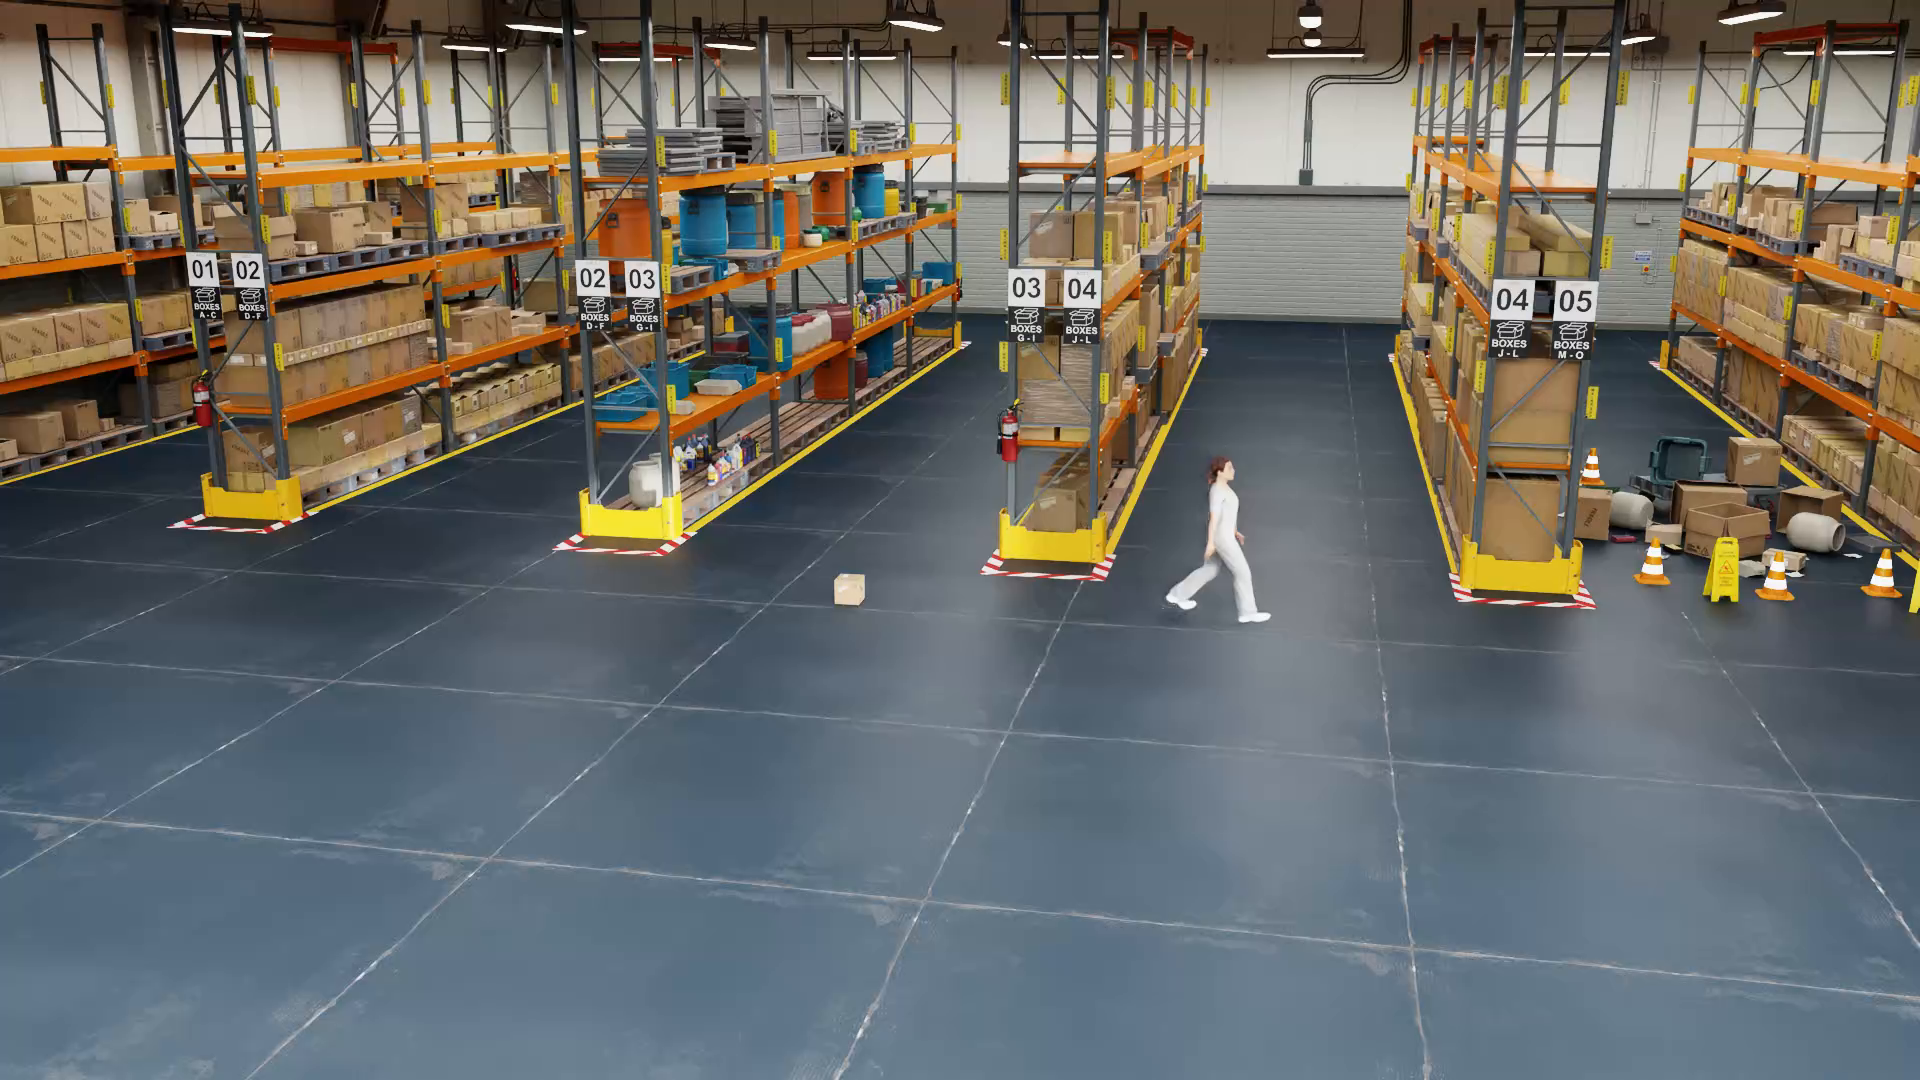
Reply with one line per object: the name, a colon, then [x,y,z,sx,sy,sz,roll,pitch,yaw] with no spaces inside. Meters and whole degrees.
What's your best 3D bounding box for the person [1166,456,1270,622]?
person: [2.521,-0.020,16.091,1.015,1.625,0.442,2,15,8]
